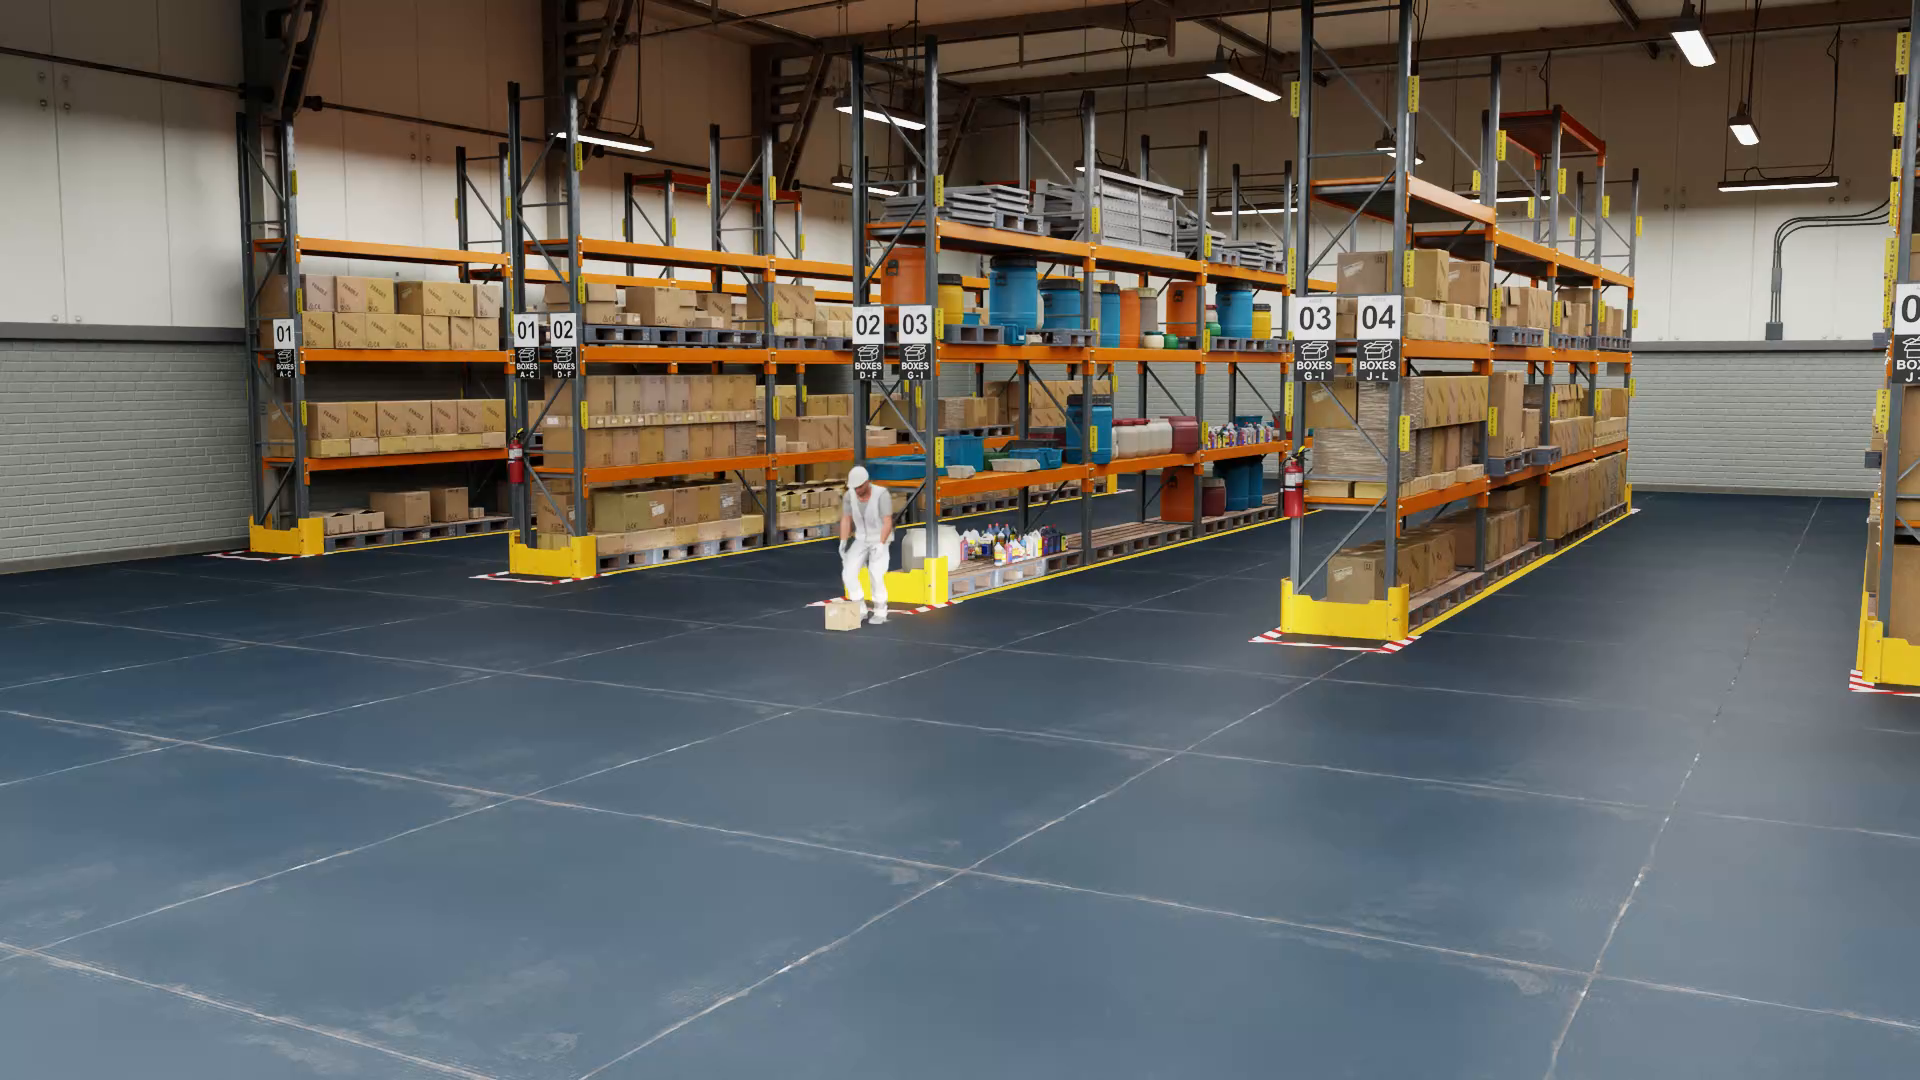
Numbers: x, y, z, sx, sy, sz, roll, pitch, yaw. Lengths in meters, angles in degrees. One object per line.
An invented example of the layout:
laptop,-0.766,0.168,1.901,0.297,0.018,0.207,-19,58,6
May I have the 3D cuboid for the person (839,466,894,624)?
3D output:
person,-0.911,0.043,16.572,0.575,1.580,0.647,3,7,29
